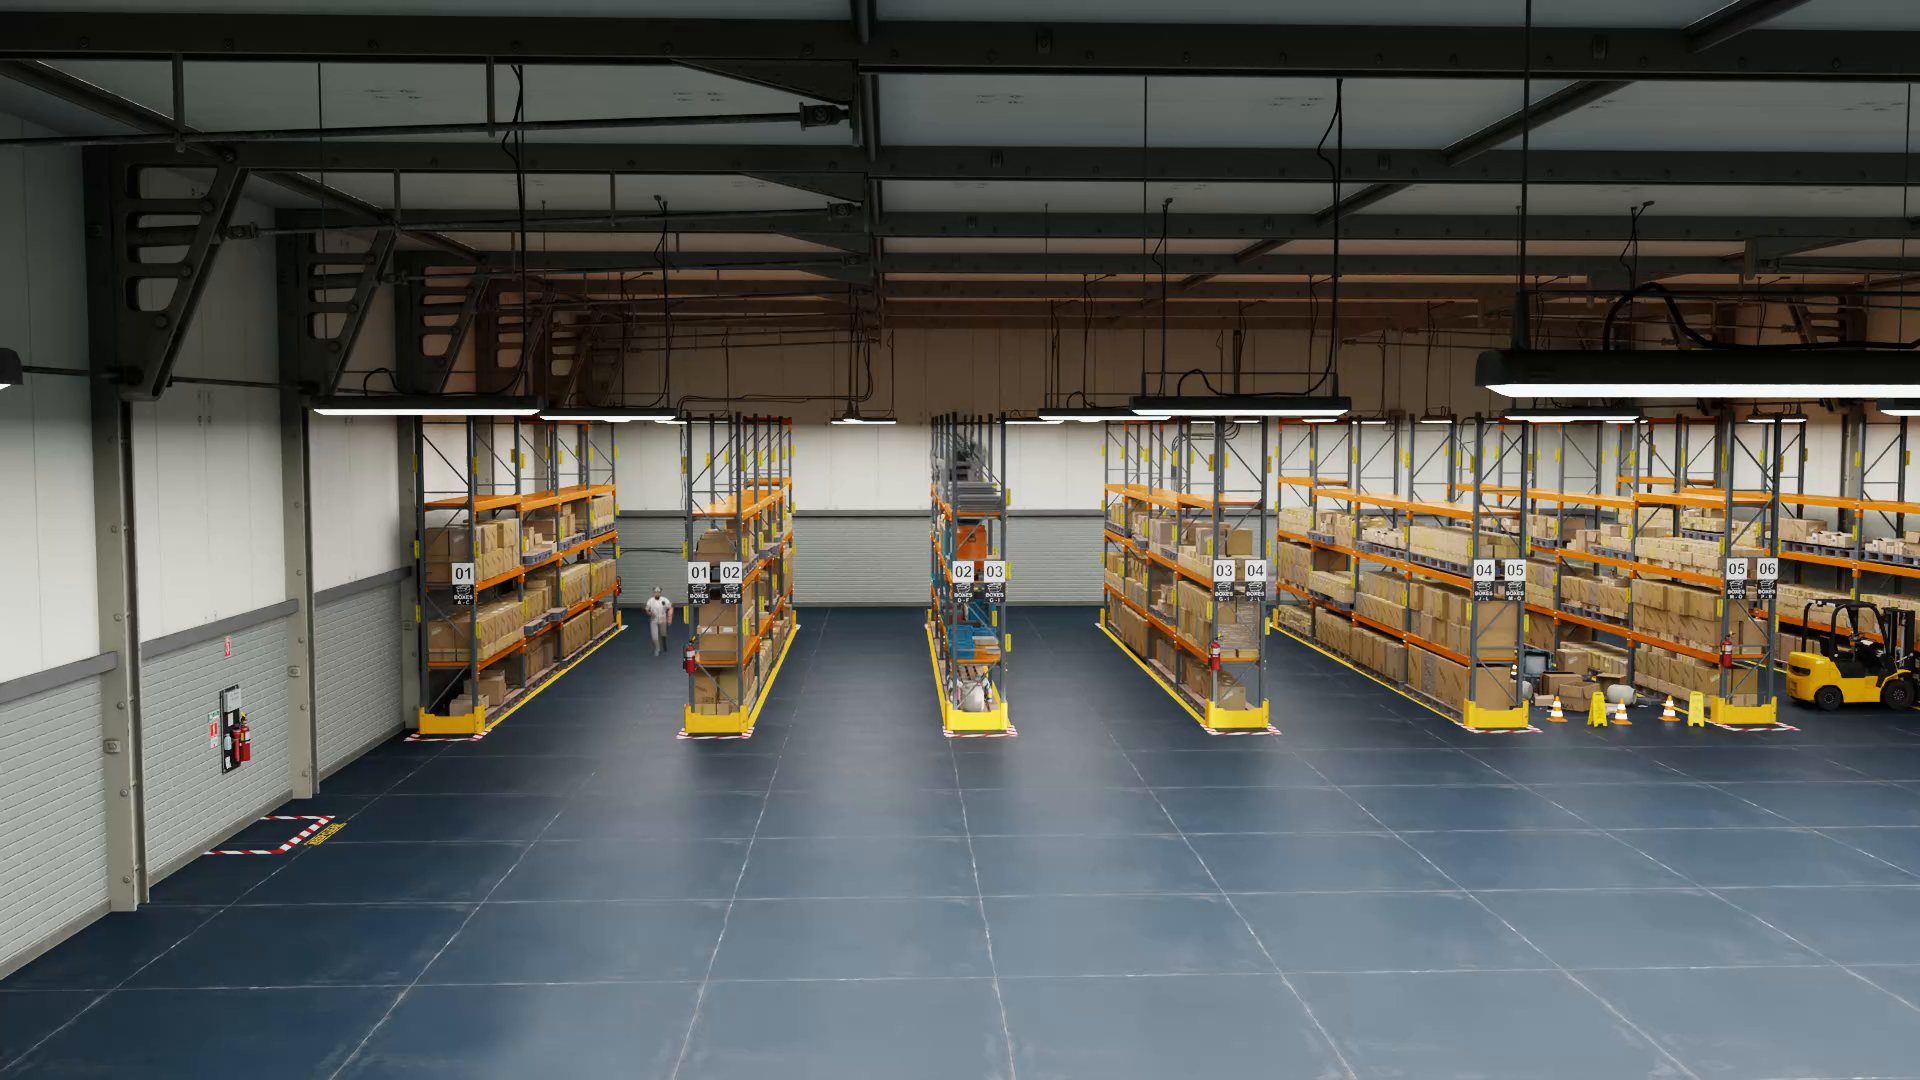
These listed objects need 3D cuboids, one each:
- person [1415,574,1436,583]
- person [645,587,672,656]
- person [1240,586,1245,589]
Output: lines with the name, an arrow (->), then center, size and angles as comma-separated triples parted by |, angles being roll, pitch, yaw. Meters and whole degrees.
person -> 13.686, 1.496, 49.042 | 0.890, 1.796, 0.640 | 0, 4, -2
person -> -7.519, 2.037, 41.544 | 0.674, 1.751, 0.614 | -1, 4, -11
person -> 7.865, 1.816, 45.696 | 0.516, 1.595, 0.644 | 0, 4, 0
